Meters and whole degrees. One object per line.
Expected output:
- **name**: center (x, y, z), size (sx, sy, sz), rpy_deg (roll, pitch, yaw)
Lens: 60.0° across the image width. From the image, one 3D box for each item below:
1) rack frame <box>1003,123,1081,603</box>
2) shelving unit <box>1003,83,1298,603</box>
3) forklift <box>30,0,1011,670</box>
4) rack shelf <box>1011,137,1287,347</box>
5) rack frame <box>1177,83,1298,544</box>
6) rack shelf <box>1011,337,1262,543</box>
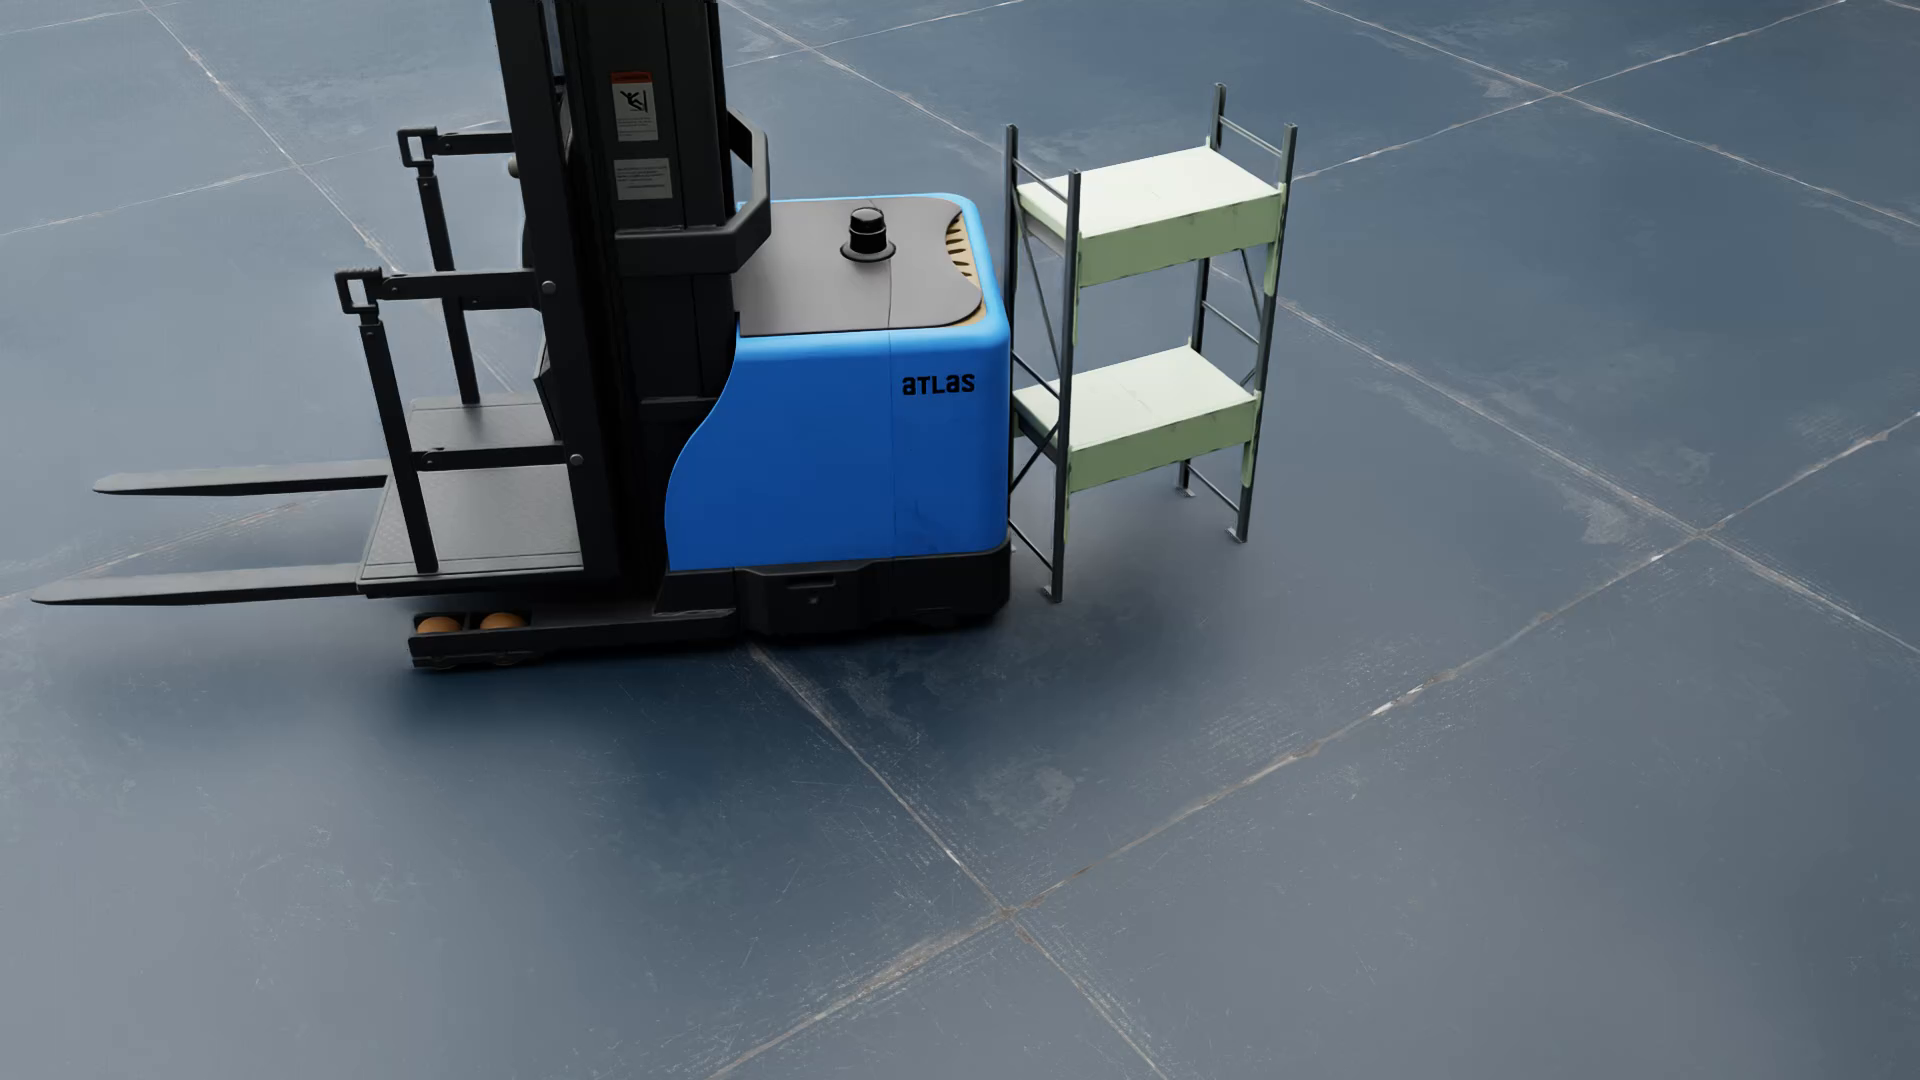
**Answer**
- **rack frame**: center (0.236, -0.508, 5.172), size (0.023, 1.500, 0.400), rpy_deg (-17, 39, -22)
- **shelving unit**: center (0.562, -0.605, 5.307), size (0.755, 1.500, 0.431), rpy_deg (-17, 39, -22)
- **forklift**: center (-1.391, -1.111, 4.784), size (3.031, 2.935, 1.130), rpy_deg (-4, 36, -5)
- **rack shelf**: center (0.562, -0.922, 5.079), size (0.720, 0.370, 0.431), rpy_deg (-17, 39, -22)
- **rack frame**: center (0.888, -0.702, 5.441), size (0.023, 1.500, 0.400), rpy_deg (-17, 39, -22)
- **rack shelf**: center (0.562, -0.340, 5.497), size (0.720, 0.370, 0.431), rpy_deg (-17, 39, -22)
